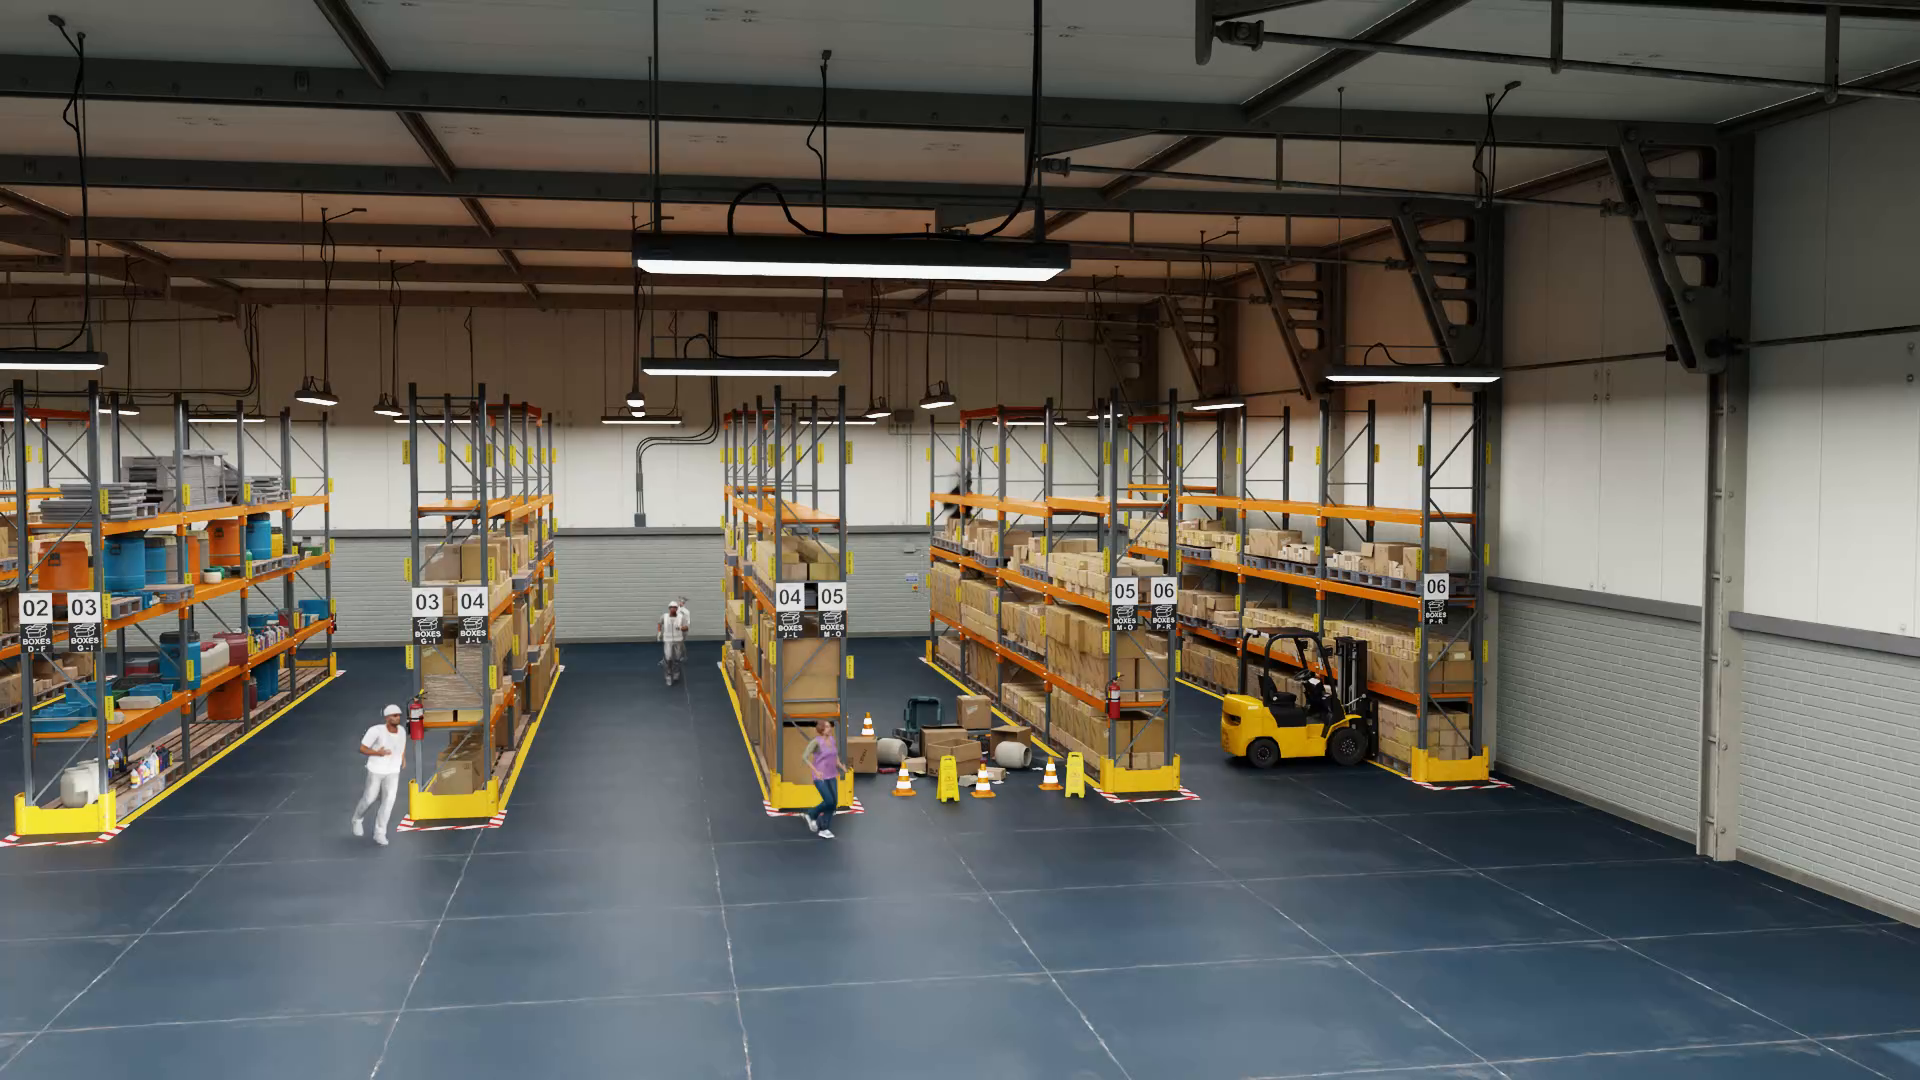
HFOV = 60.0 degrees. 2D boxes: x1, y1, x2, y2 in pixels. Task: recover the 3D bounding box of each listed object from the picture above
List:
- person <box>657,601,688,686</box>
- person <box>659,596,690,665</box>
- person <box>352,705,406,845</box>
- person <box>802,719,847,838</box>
[{"bbox_3d":[-6.292,2.258,36.453,0.665,1.842,0.801,-1,3,-13],"label":"person"},{"bbox_3d":[-6.735,2.164,39.906,0.760,1.669,0.724,2,3,34],"label":"person"},{"bbox_3d":[-7.486,3.024,21.703,0.707,1.748,0.921,-3,4,-41],"label":"person"},{"bbox_3d":[-1.774,3.120,21.789,0.541,1.556,0.562,2,4,40],"label":"person"}]
